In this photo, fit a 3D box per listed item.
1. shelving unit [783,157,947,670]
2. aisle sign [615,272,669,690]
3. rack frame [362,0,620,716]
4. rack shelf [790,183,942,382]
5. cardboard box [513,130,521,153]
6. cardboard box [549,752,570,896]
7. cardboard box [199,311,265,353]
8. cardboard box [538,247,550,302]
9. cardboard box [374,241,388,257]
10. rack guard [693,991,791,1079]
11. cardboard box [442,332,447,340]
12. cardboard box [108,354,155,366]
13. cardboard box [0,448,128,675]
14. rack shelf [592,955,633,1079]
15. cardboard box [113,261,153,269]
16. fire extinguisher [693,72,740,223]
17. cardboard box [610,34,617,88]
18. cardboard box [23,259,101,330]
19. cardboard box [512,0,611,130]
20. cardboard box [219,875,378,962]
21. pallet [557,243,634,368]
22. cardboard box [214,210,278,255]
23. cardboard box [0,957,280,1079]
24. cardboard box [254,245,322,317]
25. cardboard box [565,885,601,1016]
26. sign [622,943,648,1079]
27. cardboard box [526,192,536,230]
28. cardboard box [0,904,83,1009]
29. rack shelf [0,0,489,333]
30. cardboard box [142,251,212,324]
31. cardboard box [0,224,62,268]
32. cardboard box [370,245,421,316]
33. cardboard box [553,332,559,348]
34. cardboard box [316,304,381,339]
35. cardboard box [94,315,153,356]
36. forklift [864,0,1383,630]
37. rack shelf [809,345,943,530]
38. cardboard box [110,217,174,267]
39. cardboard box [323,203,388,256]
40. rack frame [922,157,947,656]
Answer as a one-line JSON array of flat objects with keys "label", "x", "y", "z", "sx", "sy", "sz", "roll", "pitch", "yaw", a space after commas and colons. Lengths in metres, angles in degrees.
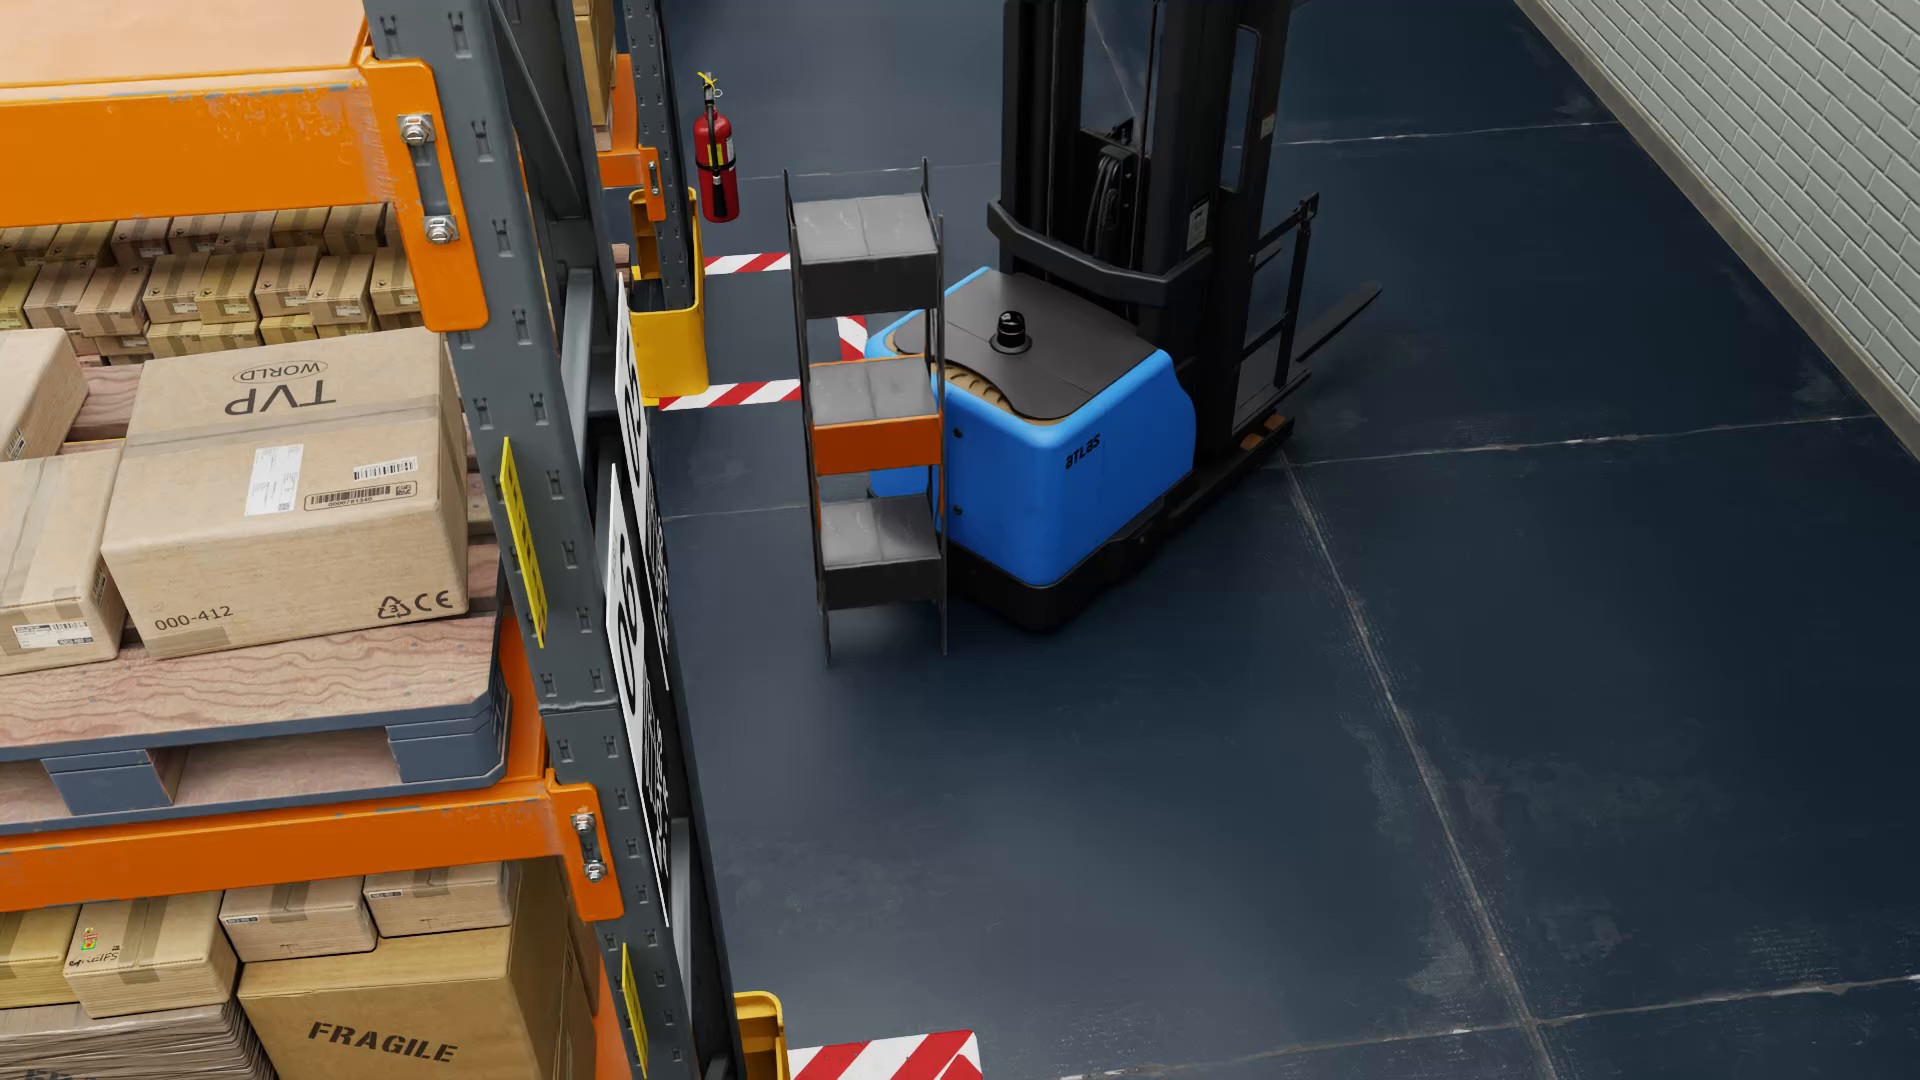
[{"label": "shelving unit", "x": -0.334, "y": -0.403, "z": 6.344, "sx": 0.503, "sy": 2.100, "sz": 0.431, "roll": -6, "pitch": 42, "yaw": -7}, {"label": "aisle sign", "x": -0.644, "y": -0.105, "z": 3.402, "sx": 0.004, "sy": 0.787, "sz": 0.394, "roll": -5, "pitch": 42, "yaw": -6}, {"label": "rack frame", "x": -0.678, "y": -1.169, "z": 2.043, "sx": 0.127, "sy": 3.000, "sz": 1.000, "roll": -5, "pitch": 42, "yaw": -6}, {"label": "rack shelf", "x": -0.334, "y": -0.912, "z": 5.884, "sx": 0.480, "sy": 0.518, "sz": 0.431, "roll": -6, "pitch": 42, "yaw": -7}, {"label": "cardboard box", "x": -1.958, "y": -1.914, "z": 7.535, "sx": 0.250, "sy": 0.149, "sz": 0.380, "roll": -5, "pitch": 42, "yaw": -6}, {"label": "cardboard box", "x": -1.191, "y": 0.503, "z": 3.847, "sx": 0.500, "sy": 0.500, "sz": 0.500, "roll": -6, "pitch": 42, "yaw": -6}, {"label": "cardboard box", "x": -3.459, "y": -1.040, "z": 7.972, "sx": 0.250, "sy": 0.149, "sz": 0.380, "roll": -5, "pitch": 42, "yaw": -5}, {"label": "cardboard box", "x": -1.912, "y": -1.324, "z": 8.064, "sx": 0.250, "sy": 0.149, "sz": 0.380, "roll": -5, "pitch": 42, "yaw": -5}, {"label": "cardboard box", "x": -3.002, "y": -1.450, "z": 8.426, "sx": 0.250, "sy": 0.149, "sz": 0.380, "roll": -7, "pitch": 43, "yaw": -8}, {"label": "rack guard", "x": -0.654, "y": 1.985, "z": 4.891, "sx": 0.348, "sy": 0.500, "sz": 1.175, "roll": -5, "pitch": 42, "yaw": -6}, {"label": "cardboard box", "x": -2.421, "y": -1.146, "z": 8.089, "sx": 0.250, "sy": 0.149, "sz": 0.380, "roll": -7, "pitch": 42, "yaw": -7}, {"label": "cardboard box", "x": -3.973, "y": -0.969, "z": 8.115, "sx": 0.250, "sy": 0.149, "sz": 0.380, "roll": -7, "pitch": 42, "yaw": -7}, {"label": "cardboard box", "x": -1.518, "y": 0.033, "z": 2.748, "sx": 0.250, "sy": 0.149, "sz": 0.380, "roll": -8, "pitch": 43, "yaw": -9}, {"label": "rack shelf", "x": -2.661, "y": 1.500, "z": 4.100, "sx": 4.000, "sy": 0.370, "sz": 1.077, "roll": -5, "pitch": 42, "yaw": -6}, {"label": "cardboard box", "x": -4.073, "y": -1.377, "z": 8.345, "sx": 0.250, "sy": 0.149, "sz": 0.380, "roll": -4, "pitch": 42, "yaw": -4}, {"label": "fire extinguisher", "x": -1.110, "y": -1.768, "z": 7.522, "sx": 0.183, "sy": 0.674, "sz": 0.296, "roll": -5, "pitch": 42, "yaw": -6}, {"label": "cardboard box", "x": -1.784, "y": -2.316, "z": 7.981, "sx": 0.250, "sy": 0.149, "sz": 0.380, "roll": -5, "pitch": 42, "yaw": -6}, {"label": "cardboard box", "x": -4.237, "y": -1.160, "z": 7.883, "sx": 0.250, "sy": 0.149, "sz": 0.380, "roll": -6, "pitch": 42, "yaw": -7}, {"label": "cardboard box", "x": -1.832, "y": -2.158, "z": 7.321, "sx": 0.500, "sy": 0.500, "sz": 0.500, "roll": -4, "pitch": 42, "yaw": -5}, {"label": "cardboard box", "x": -1.257, "y": 0.612, "z": 3.242, "sx": 0.250, "sy": 0.149, "sz": 0.380, "roll": -4, "pitch": 42, "yaw": -5}, {"label": "pallet", "x": -2.305, "y": -1.131, "z": 8.561, "sx": 1.213, "sy": 0.211, "sz": 1.003, "roll": -5, "pitch": 42, "yaw": -6}, {"label": "cardboard box", "x": -3.523, "y": -1.506, "z": 8.266, "sx": 0.250, "sy": 0.149, "sz": 0.380, "roll": -5, "pitch": 42, "yaw": -5}, {"label": "cardboard box", "x": -1.640, "y": 0.915, "z": 3.390, "sx": 0.500, "sy": 0.500, "sz": 0.500, "roll": -5, "pitch": 42, "yaw": -5}, {"label": "cardboard box", "x": -3.209, "y": -1.243, "z": 7.975, "sx": 0.250, "sy": 0.149, "sz": 0.380, "roll": -6, "pitch": 42, "yaw": -7}, {"label": "cardboard box", "x": -1.191, "y": 0.873, "z": 4.184, "sx": 0.500, "sy": 0.500, "sz": 0.500, "roll": -5, "pitch": 42, "yaw": -6}, {"label": "sign", "x": -0.621, "y": 0.902, "z": 3.184, "sx": 0.005, "sy": 0.325, "sz": 0.100, "roll": -5, "pitch": 42, "yaw": -6}, {"label": "cardboard box", "x": -2.241, "y": -1.615, "z": 8.386, "sx": 0.250, "sy": 0.149, "sz": 0.380, "roll": -4, "pitch": 42, "yaw": -5}, {"label": "cardboard box", "x": -1.757, "y": 0.684, "z": 3.161, "sx": 0.250, "sy": 0.149, "sz": 0.380, "roll": -4, "pitch": 42, "yaw": -5}, {"label": "rack shelf", "x": -2.661, "y": -0.580, "z": 2.225, "sx": 4.000, "sy": 0.370, "sz": 1.077, "roll": -5, "pitch": 42, "yaw": -6}, {"label": "cardboard box", "x": -3.715, "y": -1.207, "z": 7.934, "sx": 0.250, "sy": 0.149, "sz": 0.380, "roll": -7, "pitch": 42, "yaw": -7}, {"label": "cardboard box", "x": -4.573, "y": -1.470, "z": 8.226, "sx": 0.250, "sy": 0.149, "sz": 0.380, "roll": -5, "pitch": 42, "yaw": -6}, {"label": "cardboard box", "x": -2.674, "y": -1.253, "z": 7.986, "sx": 0.250, "sy": 0.149, "sz": 0.380, "roll": -7, "pitch": 42, "yaw": -7}, {"label": "cardboard box", "x": -1.915, "y": -1.133, "z": 8.297, "sx": 0.250, "sy": 0.149, "sz": 0.380, "roll": -4, "pitch": 42, "yaw": -5}, {"label": "cardboard box", "x": -2.933, "y": -1.093, "z": 8.030, "sx": 0.250, "sy": 0.149, "sz": 0.380, "roll": -4, "pitch": 42, "yaw": -5}, {"label": "cardboard box", "x": -3.965, "y": -1.056, "z": 7.989, "sx": 0.250, "sy": 0.149, "sz": 0.380, "roll": -3, "pitch": 42, "yaw": -4}, {"label": "forklift", "x": 0.940, "y": -1.625, "z": 7.079, "sx": 1.130, "sy": 2.935, "sz": 3.031, "roll": 30, "pitch": 50, "yaw": 29}, {"label": "rack shelf", "x": -0.334, "y": -0.393, "z": 6.353, "sx": 0.480, "sy": 0.518, "sz": 0.431, "roll": -6, "pitch": 42, "yaw": -7}, {"label": "cardboard box", "x": -4.049, "y": -1.525, "z": 8.287, "sx": 0.250, "sy": 0.149, "sz": 0.380, "roll": -7, "pitch": 43, "yaw": -8}, {"label": "cardboard box", "x": -3.019, "y": -1.583, "z": 8.352, "sx": 0.250, "sy": 0.149, "sz": 0.380, "roll": -3, "pitch": 42, "yaw": -4}, {"label": "rack frame", "x": -0.093, "y": -0.428, "z": 6.372, "sx": 0.015, "sy": 2.100, "sz": 0.400, "roll": -6, "pitch": 42, "yaw": -7}]
